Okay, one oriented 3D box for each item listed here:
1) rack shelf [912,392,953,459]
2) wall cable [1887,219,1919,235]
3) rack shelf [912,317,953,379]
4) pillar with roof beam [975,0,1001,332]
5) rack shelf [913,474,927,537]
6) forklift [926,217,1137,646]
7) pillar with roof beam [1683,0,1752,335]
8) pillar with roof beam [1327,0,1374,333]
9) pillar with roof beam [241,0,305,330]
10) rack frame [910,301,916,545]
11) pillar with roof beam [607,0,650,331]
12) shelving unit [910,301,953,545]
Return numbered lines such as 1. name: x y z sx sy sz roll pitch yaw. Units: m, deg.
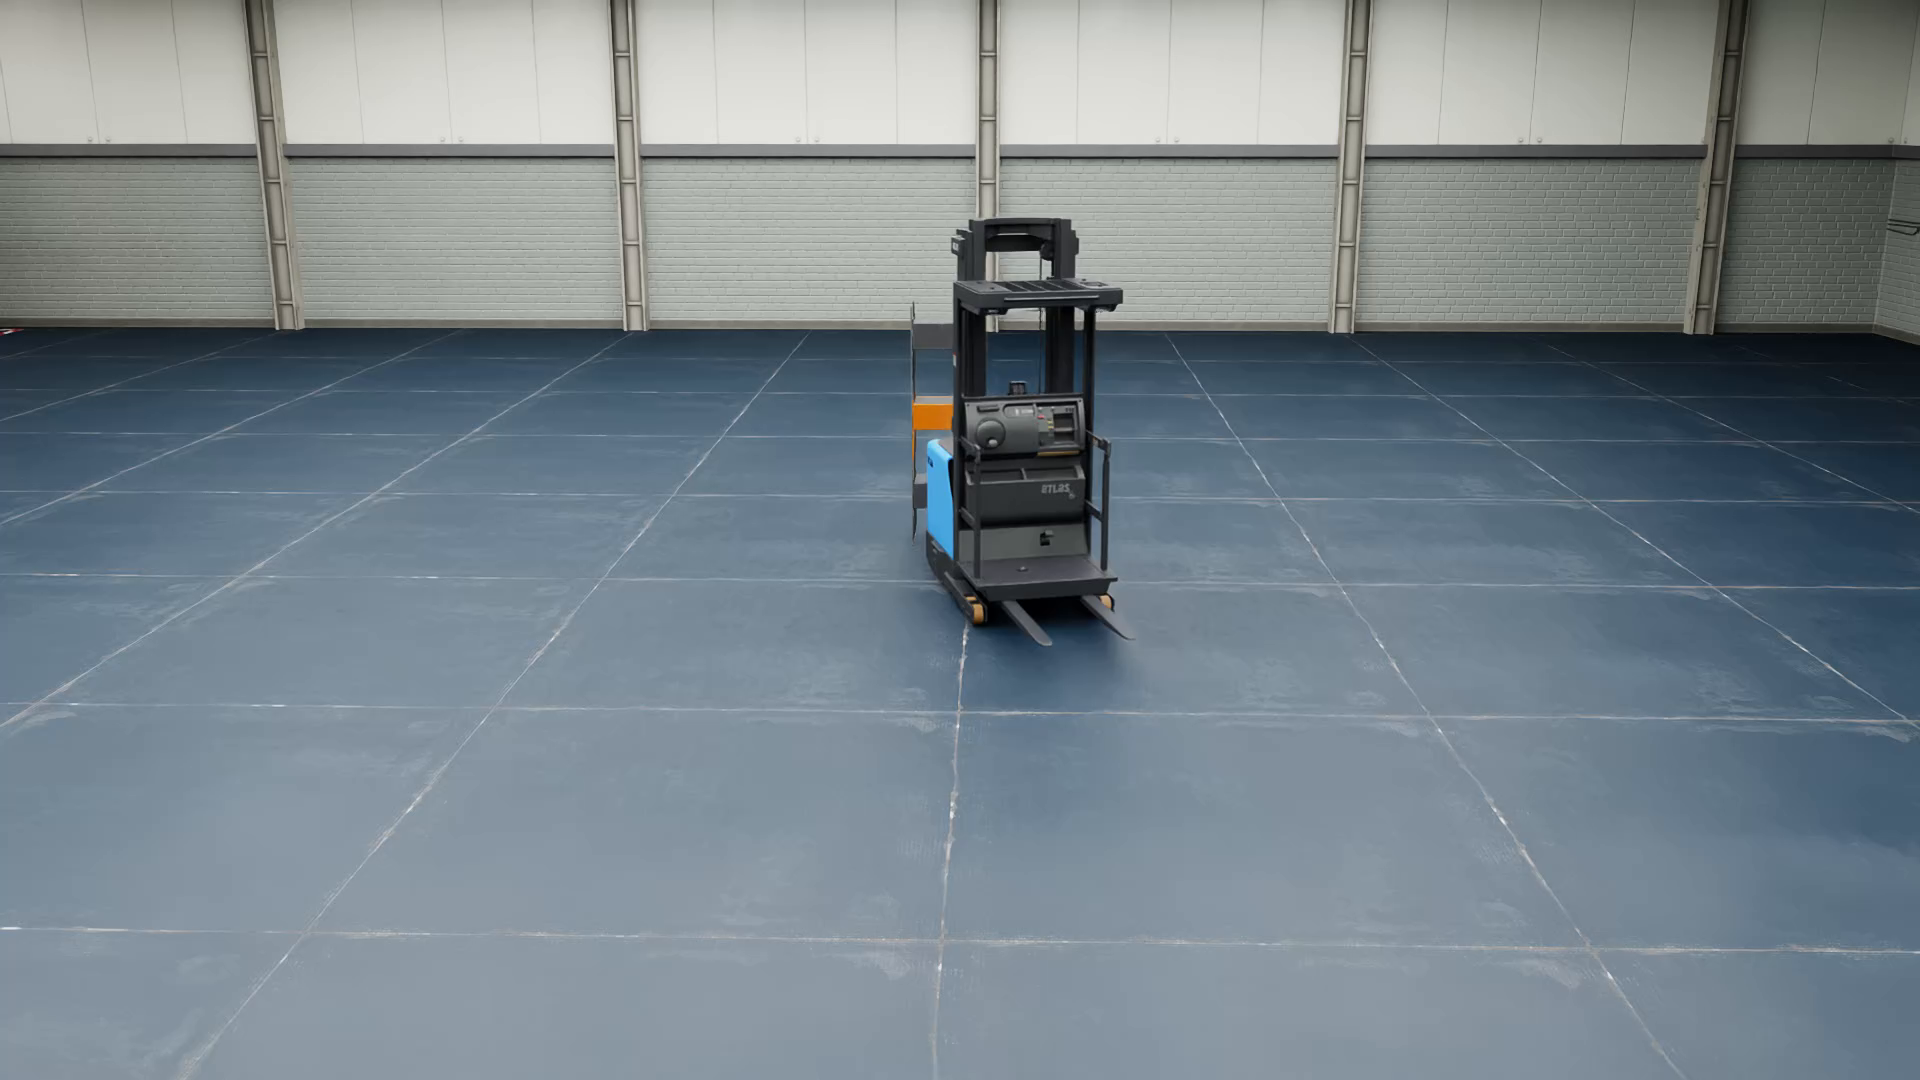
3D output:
1. rack shelf: -0.165 -1.003 14.580 0.480 0.518 0.431 0 15 1
2. wall cable: 15.368 -5.983 25.965 0.112 2.526 3.097 0 15 1
3. rack shelf: -0.165 -1.680 14.401 0.480 0.518 0.431 0 15 1
4. pillar with roof beam: 0.350 -6.821 23.055 0.400 9.000 9.100 0 15 1
5. rack shelf: -0.165 -0.326 14.758 0.480 0.518 0.431 0 15 1
6. forklift: 0.545 -0.883 12.441 1.130 2.935 3.031 -3 15 -13
7. pillar with roof beam: 12.346 -6.743 22.759 0.400 9.000 9.100 0 15 1
8. pillar with roof beam: 6.348 -6.782 22.907 0.400 9.000 9.100 0 15 1
9. pillar with roof beam: -11.646 -6.900 23.351 0.400 9.000 9.100 0 15 1
10. rack frame: -0.409 -1.018 14.582 0.015 2.100 0.400 0 15 1
11. pillar with roof beam: -5.648 -6.860 23.203 0.400 9.000 9.100 0 15 1
12. shelving unit: -0.165 -1.016 14.576 0.503 2.100 0.431 0 15 1
